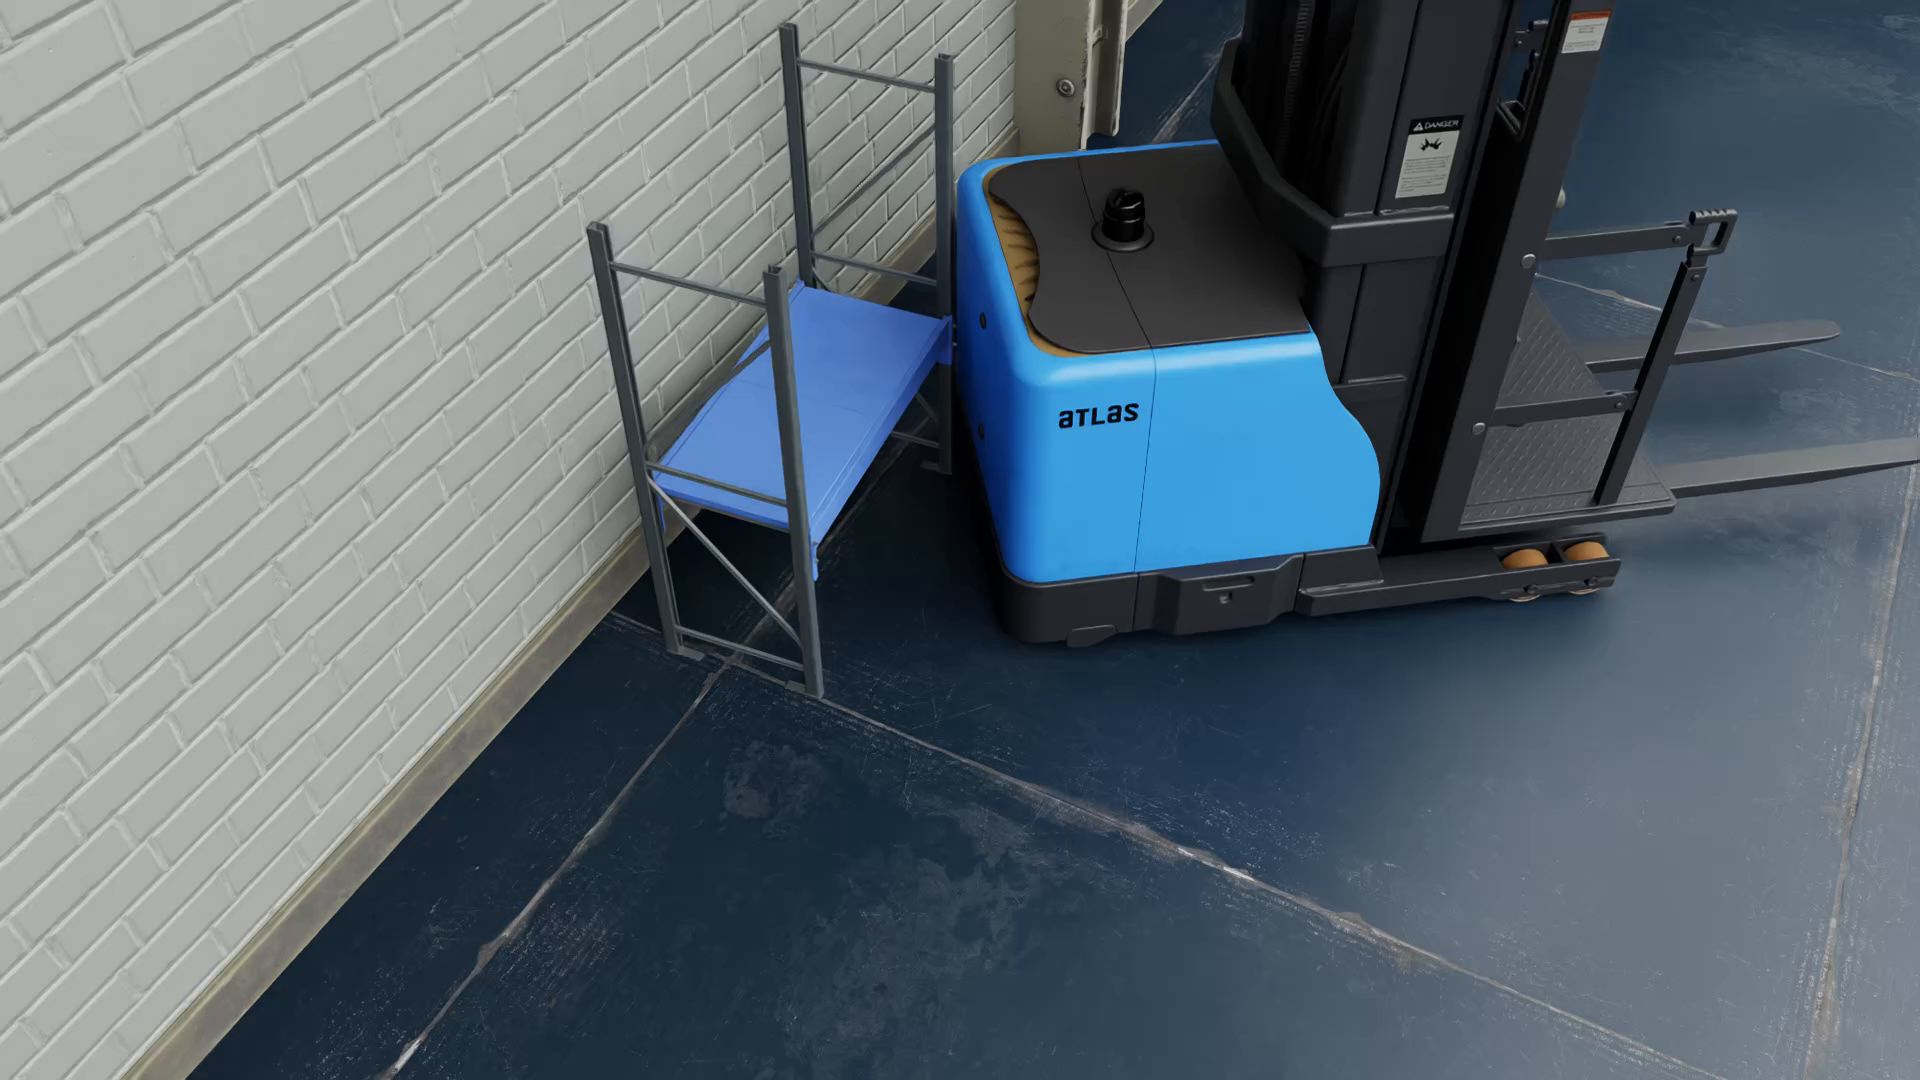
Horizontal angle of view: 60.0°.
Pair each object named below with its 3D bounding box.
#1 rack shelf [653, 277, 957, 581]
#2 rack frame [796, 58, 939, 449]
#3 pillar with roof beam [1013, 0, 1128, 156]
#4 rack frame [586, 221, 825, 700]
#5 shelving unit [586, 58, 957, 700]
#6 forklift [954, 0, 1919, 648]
[{"bbox_3d":[-0.443,-0.351,4.795,0.538,0.185,1.000,16,47,15],"label":"rack shelf"},{"bbox_3d":[-0.257,-0.813,4.999,0.475,1.308,0.013,16,47,15],"label":"rack frame"},{"bbox_3d":[4.248,-3.379,2.263,9.100,9.000,0.400,20,49,19],"label":"pillar with roof beam"},{"bbox_3d":[-0.630,-0.141,4.335,0.500,1.500,0.032,16,47,15],"label":"rack frame"},{"bbox_3d":[-0.445,-0.474,4.664,0.538,1.500,1.039,16,47,15],"label":"shelving unit"},{"bbox_3d":[1.543,-1.209,4.384,3.031,2.935,1.130,-7,46,-6],"label":"forklift"}]
